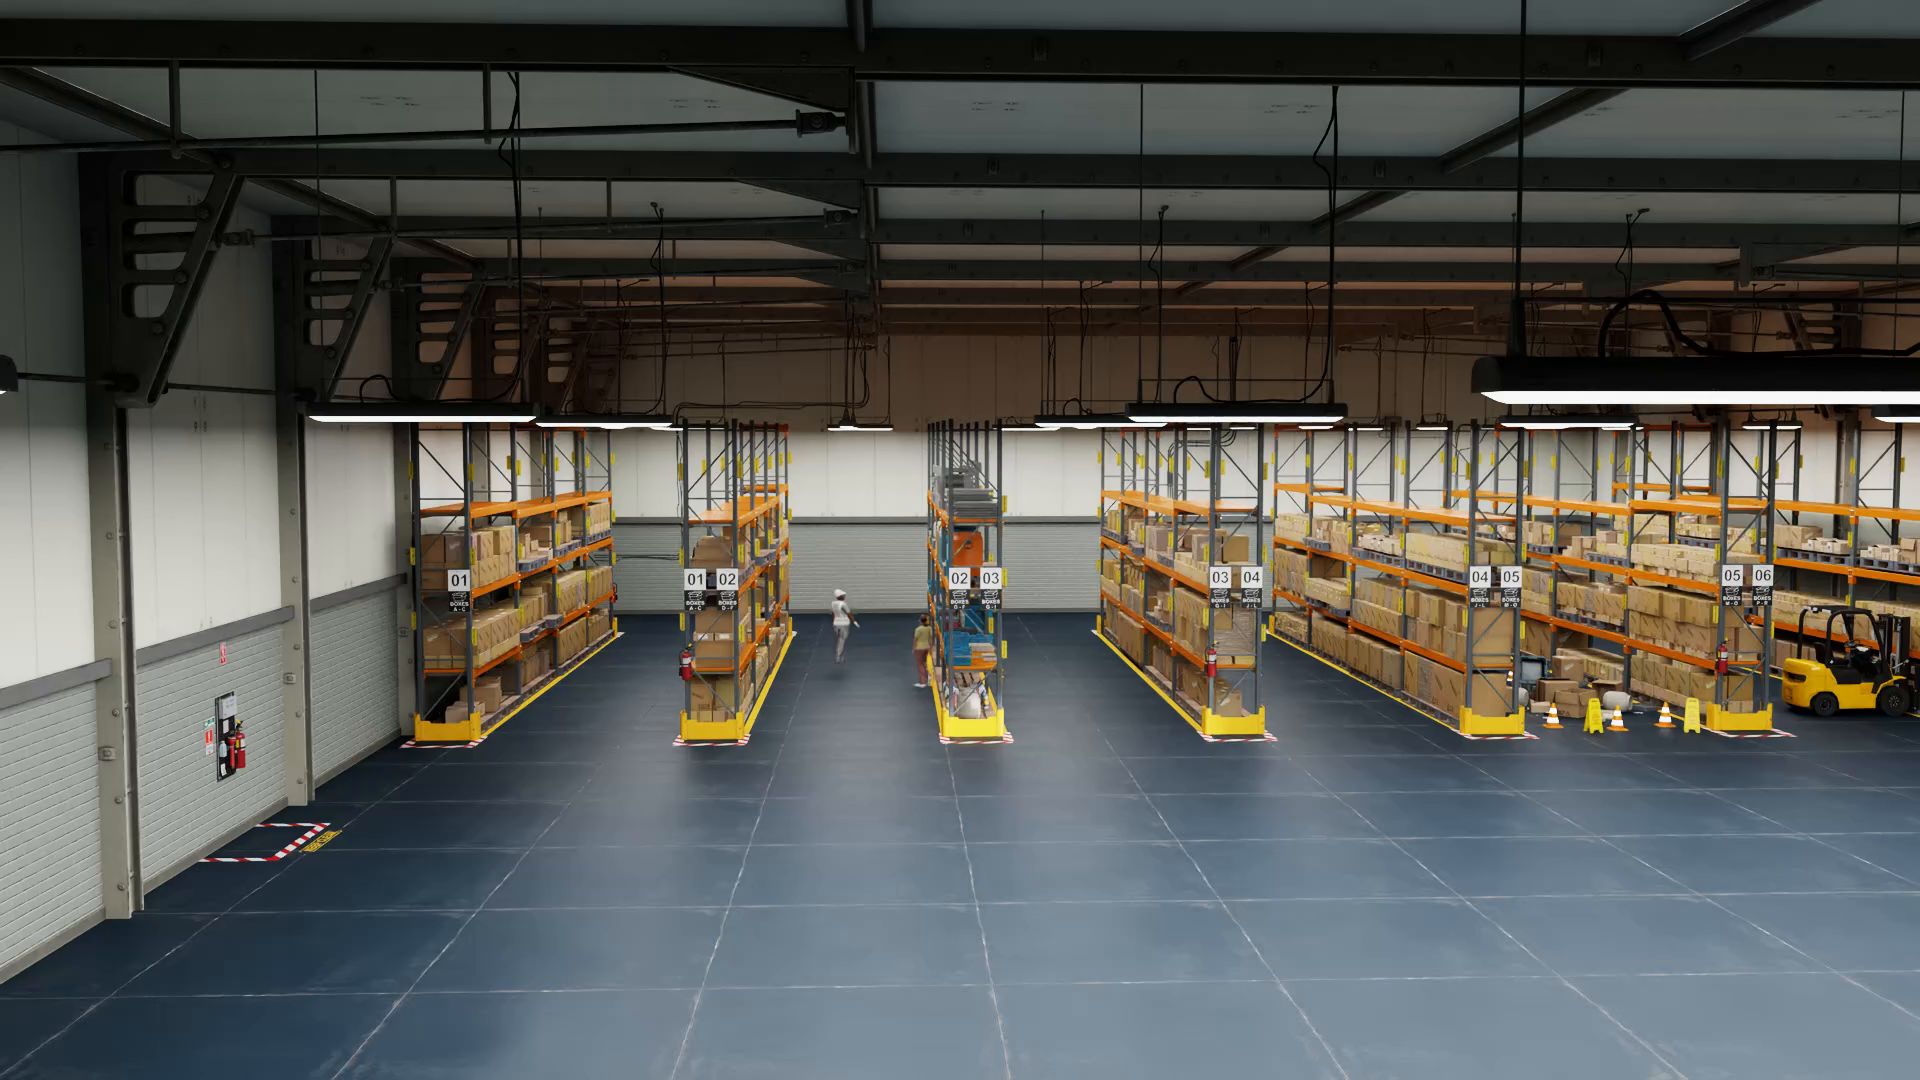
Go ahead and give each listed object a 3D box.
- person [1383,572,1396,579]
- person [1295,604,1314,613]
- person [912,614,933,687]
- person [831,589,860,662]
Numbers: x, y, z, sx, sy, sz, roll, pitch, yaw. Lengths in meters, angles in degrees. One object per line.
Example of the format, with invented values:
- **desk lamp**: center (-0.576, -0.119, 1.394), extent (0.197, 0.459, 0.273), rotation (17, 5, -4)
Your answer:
- **person**: center (13.308, 1.551, 51.581), extent (1.099, 1.733, 0.621), rotation (-1, 4, -10)
- **person**: center (10.112, 1.766, 48.916), extent (1.007, 1.617, 0.531), rotation (0, 4, -5)
- **person**: center (-0.871, 2.482, 37.418), extent (0.455, 1.667, 0.439), rotation (3, 5, 38)
- **person**: center (-2.811, 2.114, 40.535), extent (0.670, 1.835, 0.626), rotation (3, 5, 38)
